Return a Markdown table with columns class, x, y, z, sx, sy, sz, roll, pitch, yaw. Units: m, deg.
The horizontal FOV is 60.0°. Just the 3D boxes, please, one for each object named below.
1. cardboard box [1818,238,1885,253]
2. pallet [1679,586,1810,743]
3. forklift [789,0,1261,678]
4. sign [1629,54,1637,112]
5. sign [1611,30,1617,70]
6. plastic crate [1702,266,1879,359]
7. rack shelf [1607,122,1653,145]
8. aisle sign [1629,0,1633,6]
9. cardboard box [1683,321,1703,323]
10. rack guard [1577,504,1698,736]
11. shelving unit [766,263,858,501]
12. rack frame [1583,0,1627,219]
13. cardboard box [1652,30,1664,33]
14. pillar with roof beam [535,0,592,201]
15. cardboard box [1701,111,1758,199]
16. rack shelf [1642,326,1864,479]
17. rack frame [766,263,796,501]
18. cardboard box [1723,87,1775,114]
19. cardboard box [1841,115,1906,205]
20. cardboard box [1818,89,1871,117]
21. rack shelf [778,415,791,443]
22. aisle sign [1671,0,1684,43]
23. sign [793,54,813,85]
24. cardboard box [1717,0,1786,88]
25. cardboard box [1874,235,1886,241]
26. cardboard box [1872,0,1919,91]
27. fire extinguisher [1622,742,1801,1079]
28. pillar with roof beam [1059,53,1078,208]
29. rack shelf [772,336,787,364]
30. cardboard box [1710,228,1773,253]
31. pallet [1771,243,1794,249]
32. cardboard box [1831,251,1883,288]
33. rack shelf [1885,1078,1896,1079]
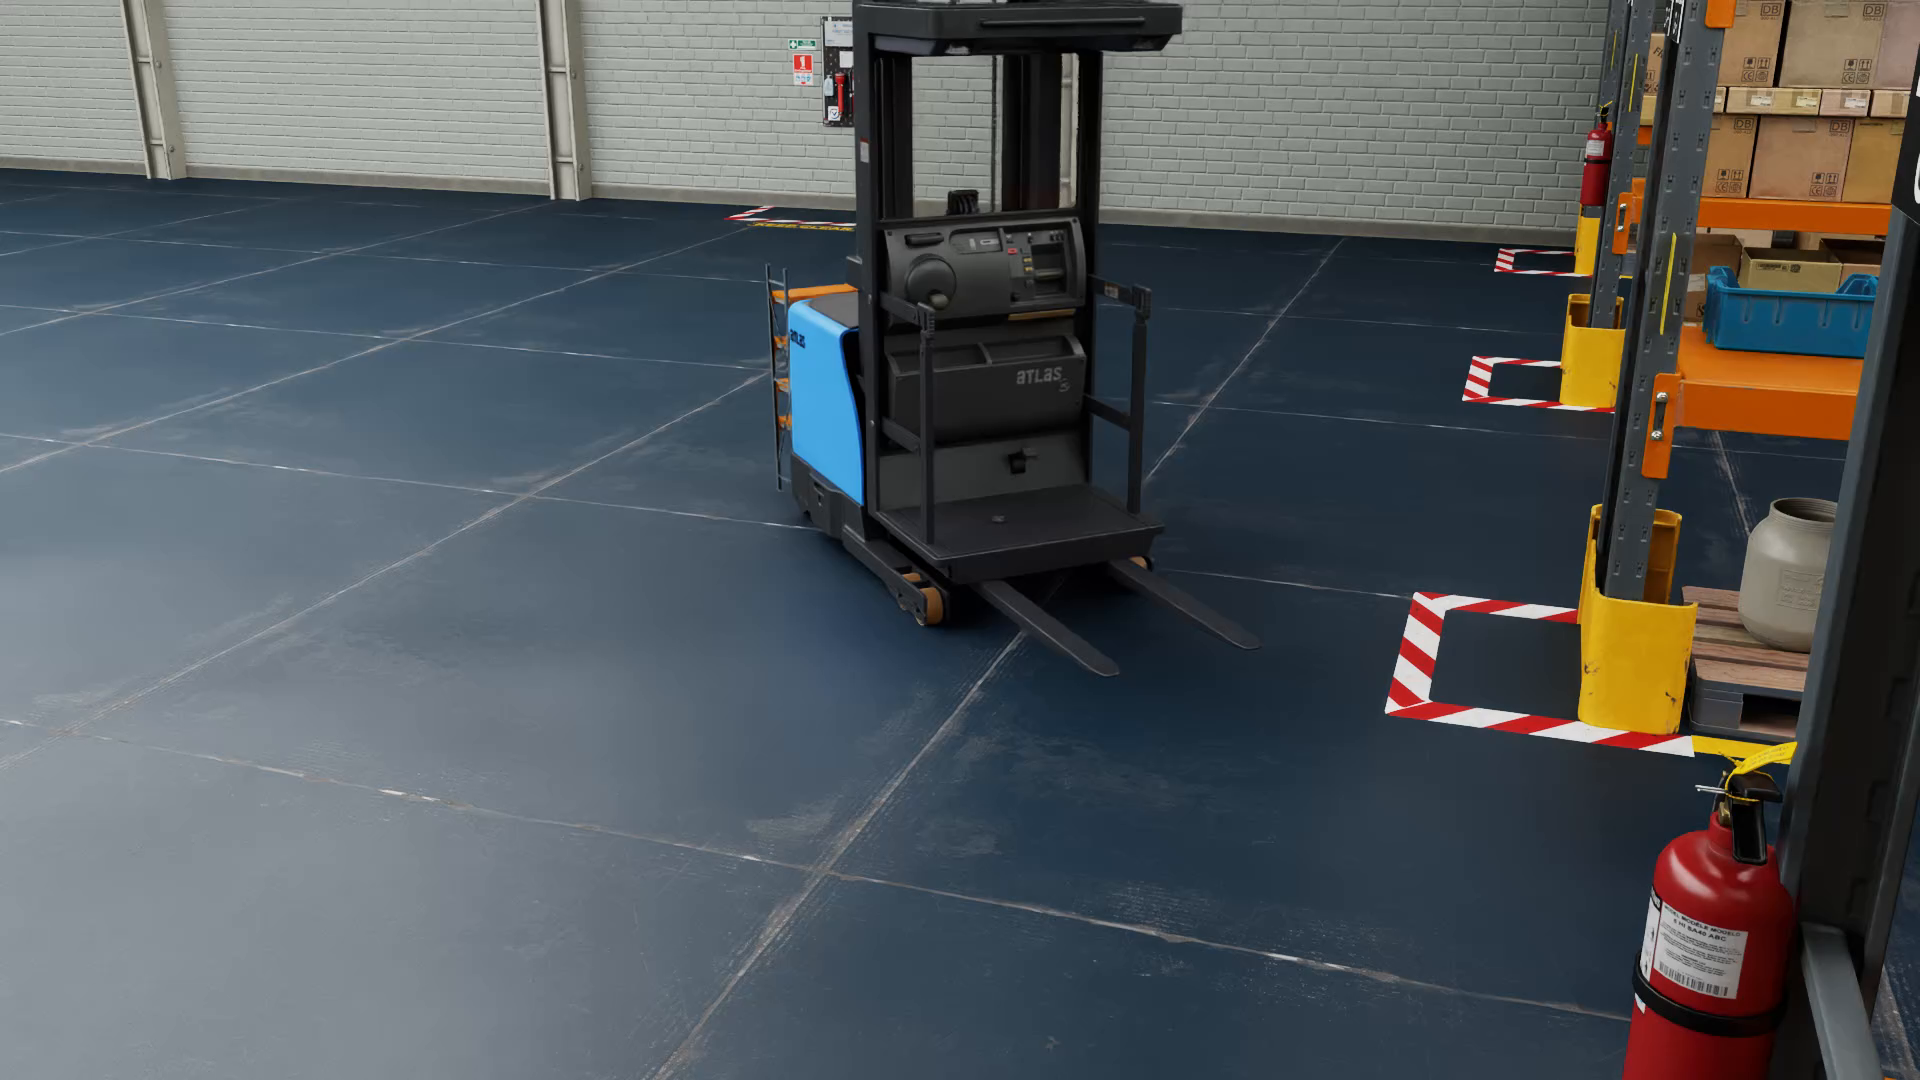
| class | x | y | z | sx | sy | sz | roll | pitch | yaw |
| --- | --- | --- | --- | --- | --- | --- | --- | --- | --- |
| cardboard box | 5.729 | -1.618 | 10.562 | 0.500 | 0.500 | 0.500 | 7 | 20 | 18 |
| pallet | 3.399 | 0.506 | 6.303 | 1.213 | 0.211 | 1.003 | 7 | 20 | 18 |
| forklift | 0.205 | -1.181 | 7.011 | 1.130 | 2.935 | 3.031 | -8 | 21 | -23 |
| sign | 3.987 | -2.707 | 9.851 | 0.005 | 0.325 | 0.100 | 7 | 20 | 18 |
| sign | 5.619 | -4.214 | 14.293 | 0.005 | 0.325 | 0.100 | 7 | 20 | 18 |
| plastic crate | 3.117 | -0.862 | 6.219 | 0.616 | 0.251 | 0.499 | 7 | 20 | 18 |
| rack shelf | 7.686 | -3.418 | 14.418 | 4.000 | 0.370 | 1.077 | 7 | 20 | 18 |
| aisle sign | 4.012 | -3.573 | 9.819 | 0.004 | 0.787 | 0.394 | 7 | 20 | 18 |
| cardboard box | 4.779 | -1.367 | 10.980 | 0.500 | 0.250 | 0.500 | 7 | 20 | 18 |
| rack guard | 2.633 | 0.280 | 6.512 | 0.348 | 0.500 | 1.175 | 7 | 20 | 18 |
| shelving unit | -0.702 | -0.846 | 8.665 | 0.503 | 1.200 | 0.258 | -10 | 20 | -28 |
| rack frame | 5.797 | -3.974 | 14.919 | 0.127 | 3.000 | 1.000 | 7 | 20 | 18 |
| cardboard box | 6.312 | -4.282 | 14.861 | 0.500 | 0.500 | 0.500 | 6 | 20 | 17 |
| pillar with roof beam | -6.006 | -6.958 | 14.365 | 0.400 | 9.000 | 9.100 | 7 | 20 | 18 |
| cardboard box | 4.612 | -2.426 | 10.327 | 0.500 | 0.500 | 0.700 | 7 | 20 | 18 |
| rack shelf | 4.435 | -0.338 | 5.581 | 4.000 | 0.370 | 1.077 | 7 | 20 | 18 |
| rack frame | -0.914 | -0.806 | 8.552 | 0.015 | 1.200 | 0.240 | -10 | 20 | -28 |
| cardboard box | 4.725 | -2.650 | 9.983 | 0.250 | 0.149 | 0.380 | 6 | 20 | 17 |
| cardboard box | 5.577 | -2.315 | 10.009 | 0.500 | 0.500 | 0.700 | 7 | 20 | 18 |
| cardboard box | 5.198 | -2.594 | 9.824 | 0.250 | 0.149 | 0.380 | 6 | 20 | 17 |
| rack shelf | -0.697 | -0.592 | 8.745 | 0.480 | 0.148 | 0.258 | -10 | 20 | -28 |
| aisle sign | 2.382 | -2.038 | 5.415 | 0.004 | 0.787 | 0.394 | 7 | 20 | 18 |
| sign | -1.736 | -5.203 | 18.390 | 0.234 | 0.329 | 0.001 | 7 | 20 | 18 |
| cardboard box | 4.662 | -3.033 | 10.097 | 0.500 | 0.500 | 0.700 | 7 | 20 | 18 |
| cardboard box | 8.071 | -2.582 | 14.590 | 0.250 | 0.149 | 0.380 | 5 | 20 | 14 |
| cardboard box | 5.637 | -2.924 | 9.783 | 0.500 | 0.500 | 0.700 | 7 | 20 | 18 |
| fire extinguisher | 0.964 | 0.527 | 2.124 | 0.183 | 0.674 | 0.296 | 7 | 20 | 18 |
| pillar with roof beam | -0.338 | -6.310 | 12.506 | 0.400 | 9.000 | 9.100 | 7 | 20 | 18 |
| rack shelf | -0.704 | -0.995 | 8.618 | 0.480 | 0.148 | 0.258 | -10 | 20 | -28 |
| cardboard box | 6.960 | -2.748 | 14.818 | 0.500 | 0.311 | 0.500 | 8 | 21 | 23 |
| pallet | 7.773 | -2.418 | 14.692 | 1.213 | 0.211 | 1.003 | 7 | 20 | 18 |
| cardboard box | 5.558 | -1.457 | 10.098 | 0.500 | 0.500 | 0.500 | 7 | 20 | 18 |
| rack shelf | 2.810 | 1.202 | 1.163 | 4.000 | 0.370 | 1.077 | 7 | 20 | 18 |
